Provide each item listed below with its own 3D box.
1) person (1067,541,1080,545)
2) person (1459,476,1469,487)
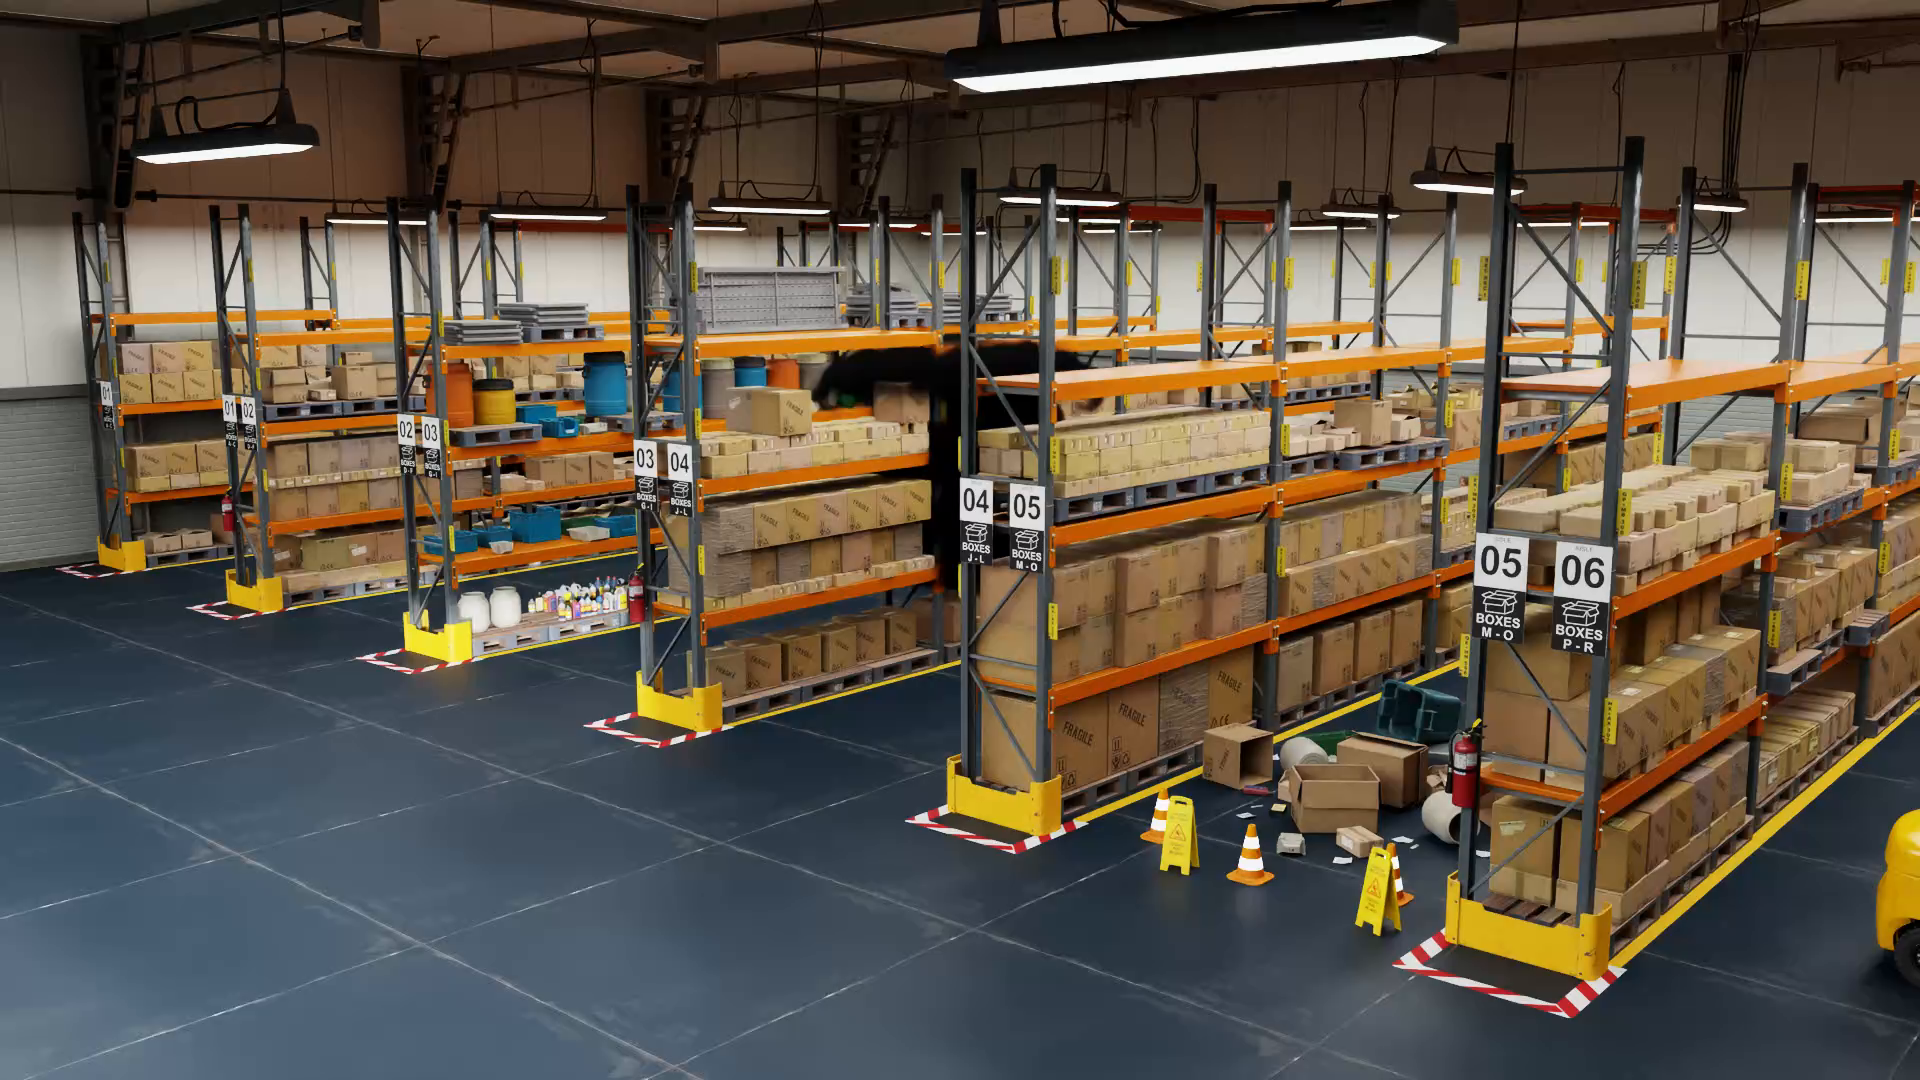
[{"bbox_3d":[1.550,0.520,21.402,0.612,1.655,0.463,8,12,40],"label":"person"},{"bbox_3d":[8.449,-0.282,27.991,0.525,1.604,0.862,6,11,32],"label":"person"}]
